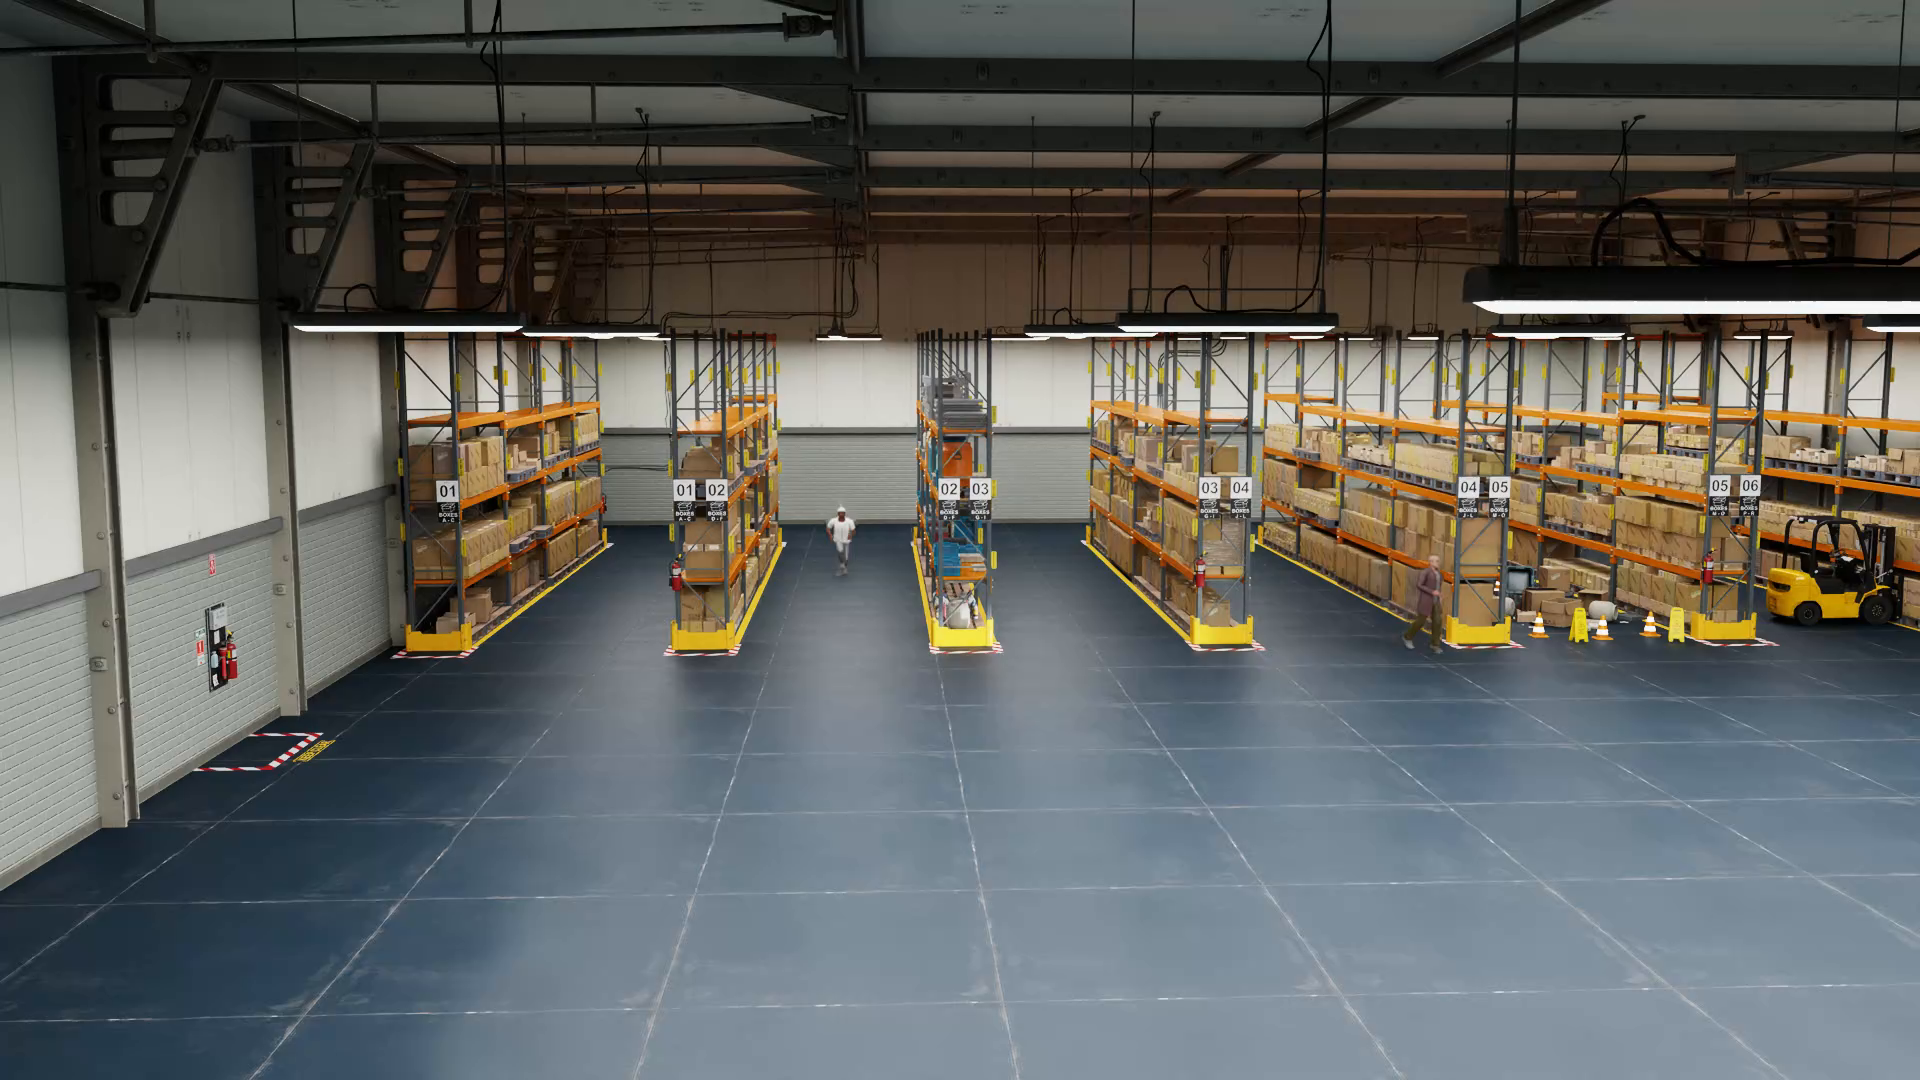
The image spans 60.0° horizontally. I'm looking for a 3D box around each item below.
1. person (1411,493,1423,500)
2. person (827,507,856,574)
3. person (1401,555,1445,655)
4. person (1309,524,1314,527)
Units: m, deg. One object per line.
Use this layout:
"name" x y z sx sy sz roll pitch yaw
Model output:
"person" 13.556 -0.972 49.472 0.813 1.765 0.718 1 7 12
"person" -2.894 0.029 40.662 0.706 1.690 0.864 -1 7 -8
"person" 8.775 1.195 31.087 0.750 1.822 0.906 -5 8 -34
"person" 10.536 -0.962 49.134 0.972 1.765 0.699 -2 7 -14
